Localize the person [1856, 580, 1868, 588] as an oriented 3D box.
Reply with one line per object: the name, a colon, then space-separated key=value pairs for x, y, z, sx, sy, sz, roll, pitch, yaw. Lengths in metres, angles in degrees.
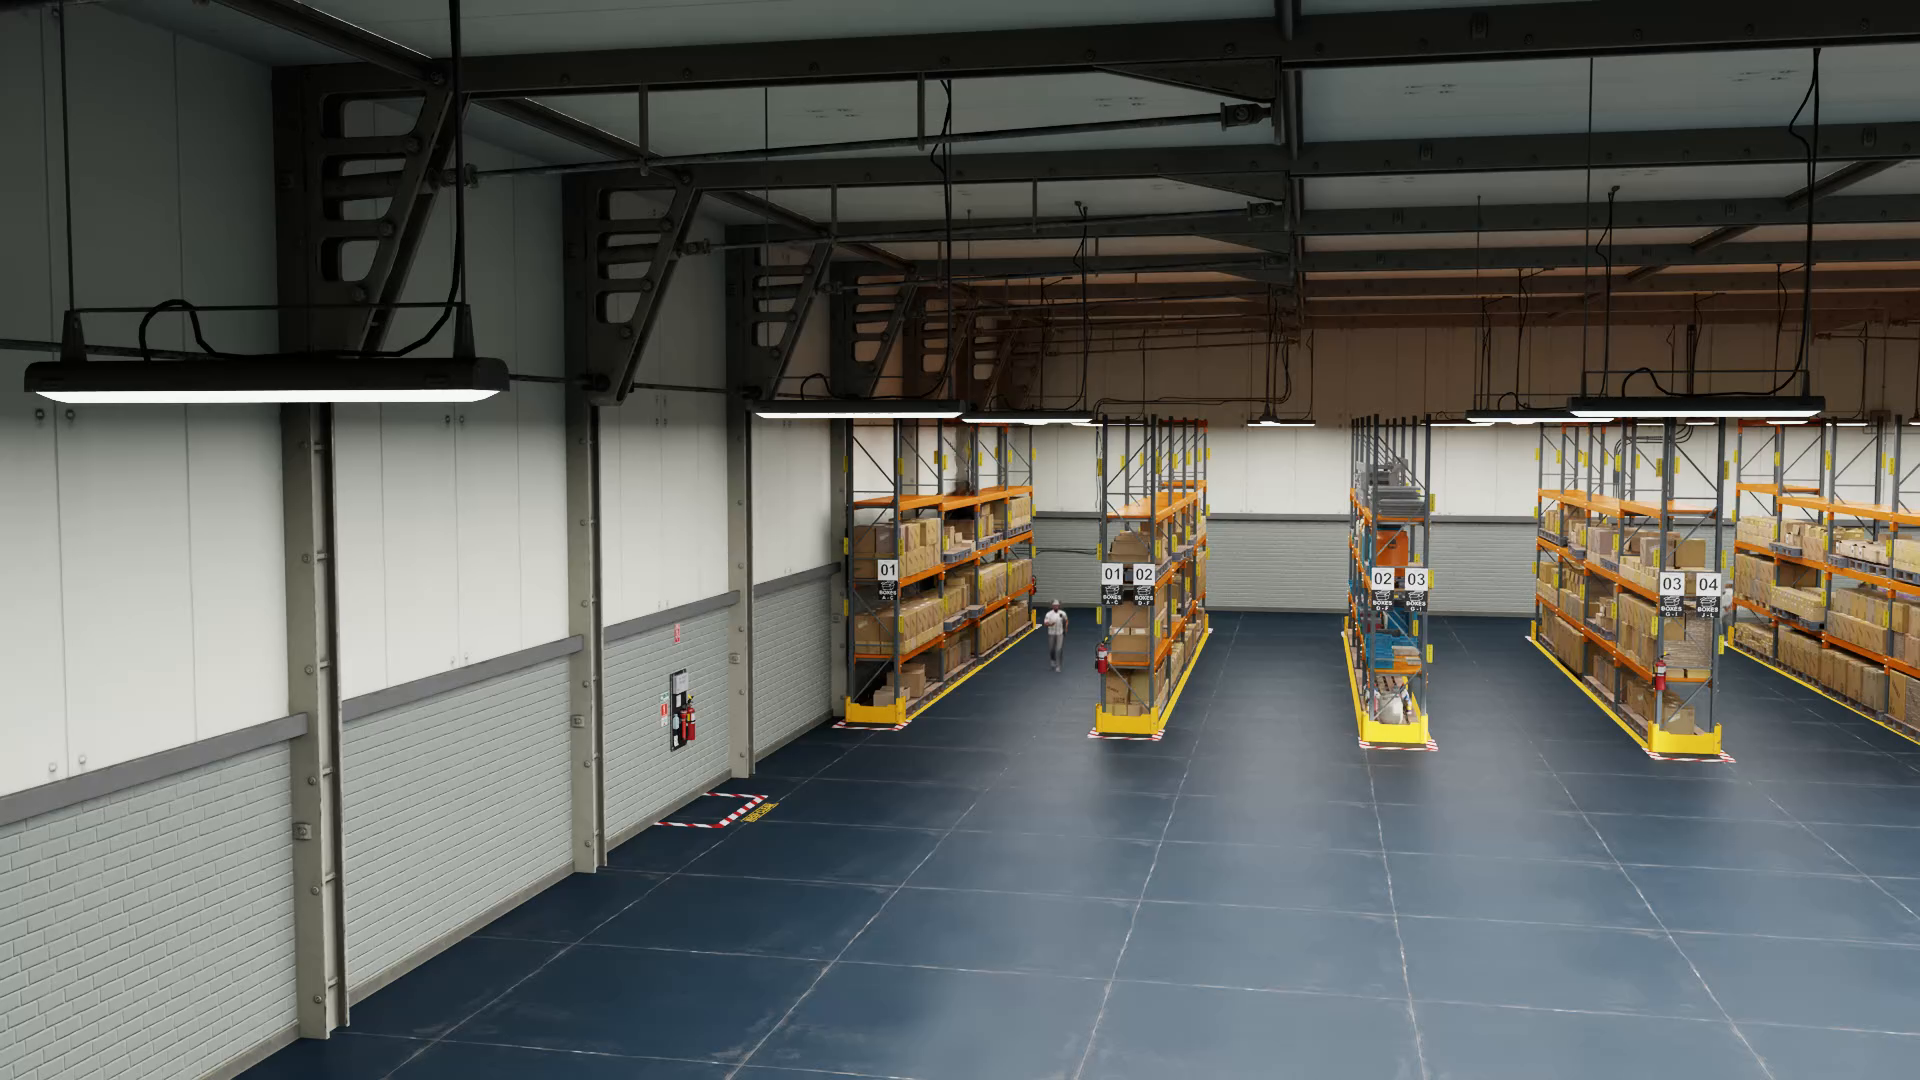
person: x=24.199 y=1.901 z=44.591 sx=0.647 sy=1.721 sz=0.740 roll=1 pitch=4 yaw=15

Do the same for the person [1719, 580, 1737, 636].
person: x=20.908 y=1.922 z=45.344 sx=0.628 sy=1.705 sz=0.645 roll=3 pitch=5 yaw=35

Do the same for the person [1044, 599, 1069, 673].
person: x=2.272 y=2.237 z=39.319 sx=0.573 sy=1.685 sz=0.938 roll=0 pitch=4 yaw=6
